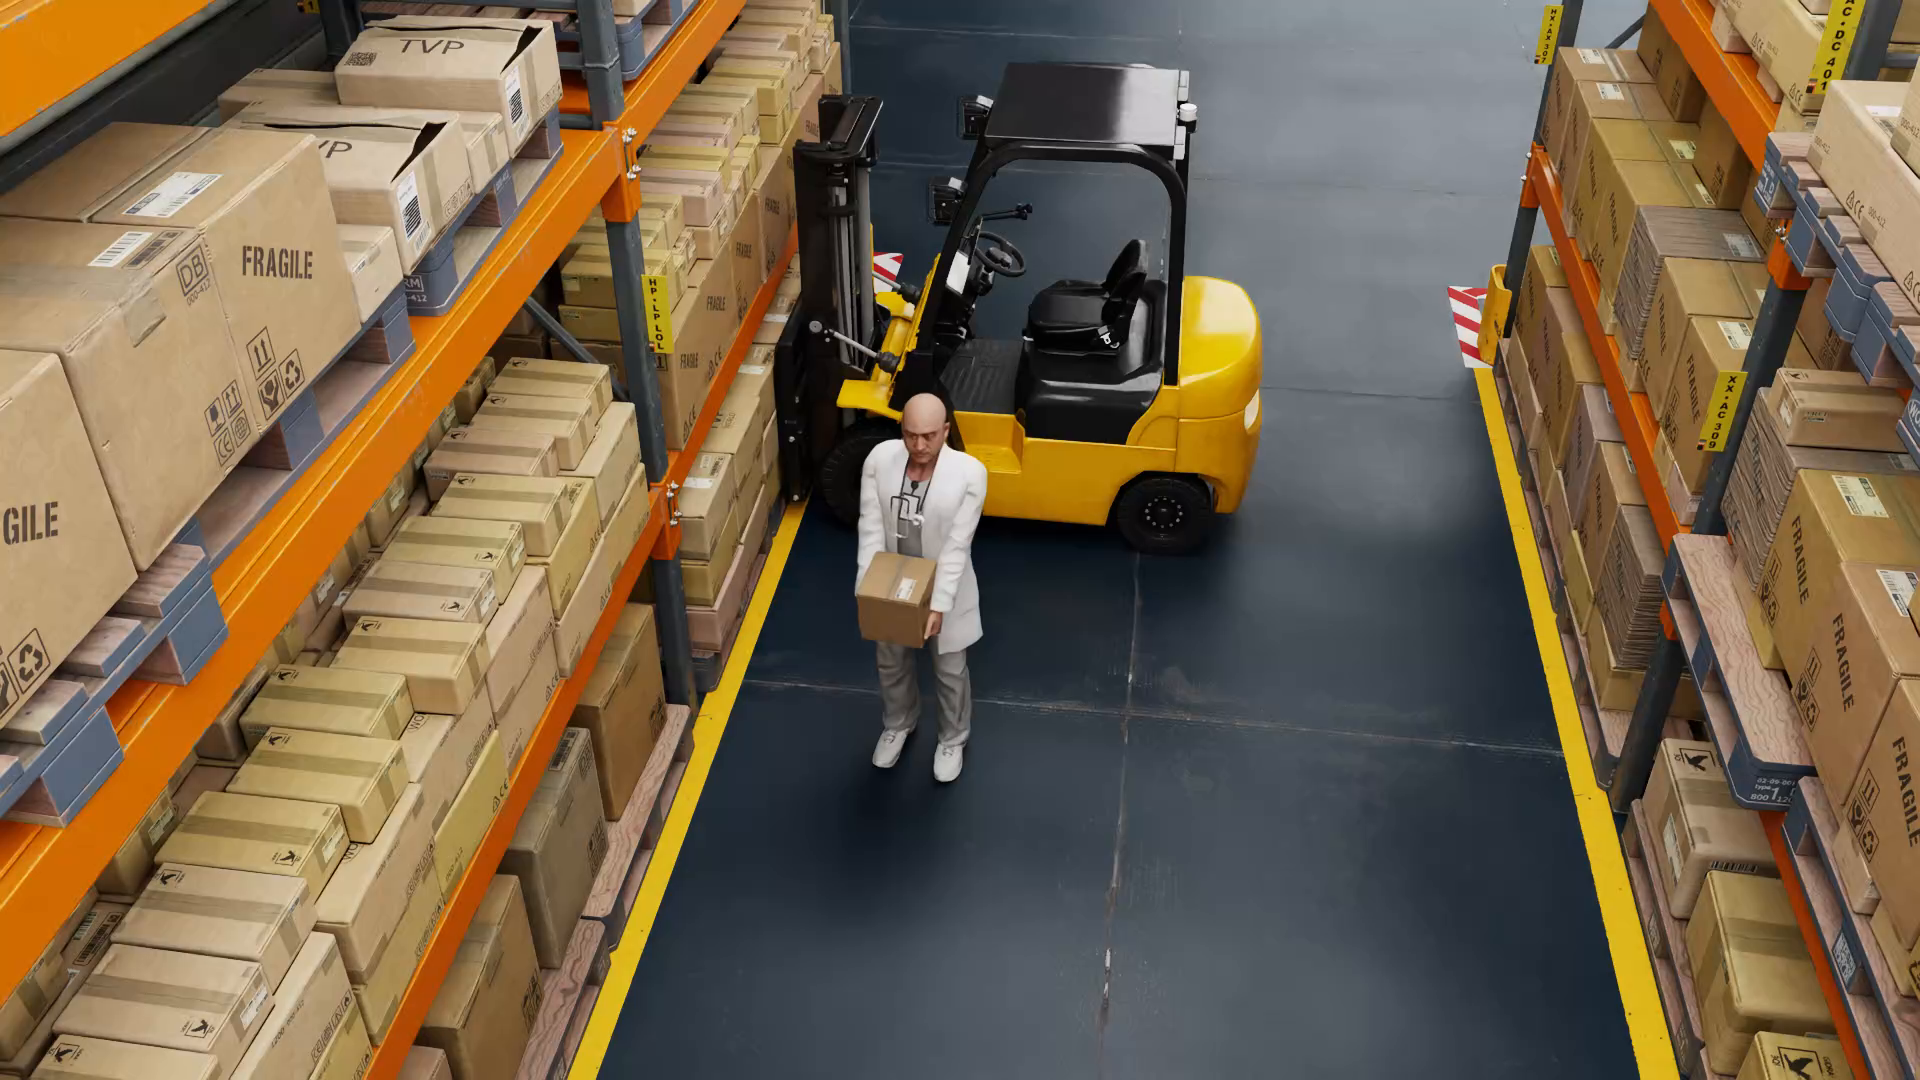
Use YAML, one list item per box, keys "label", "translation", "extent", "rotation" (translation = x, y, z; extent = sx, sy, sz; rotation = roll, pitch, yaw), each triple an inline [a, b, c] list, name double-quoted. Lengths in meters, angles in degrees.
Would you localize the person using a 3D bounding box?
- label: "person"
  translation: [-0.179, 0.242, 6.721]
  extent: [0.526, 1.780, 0.556]
  rotation: [10, 37, 13]
